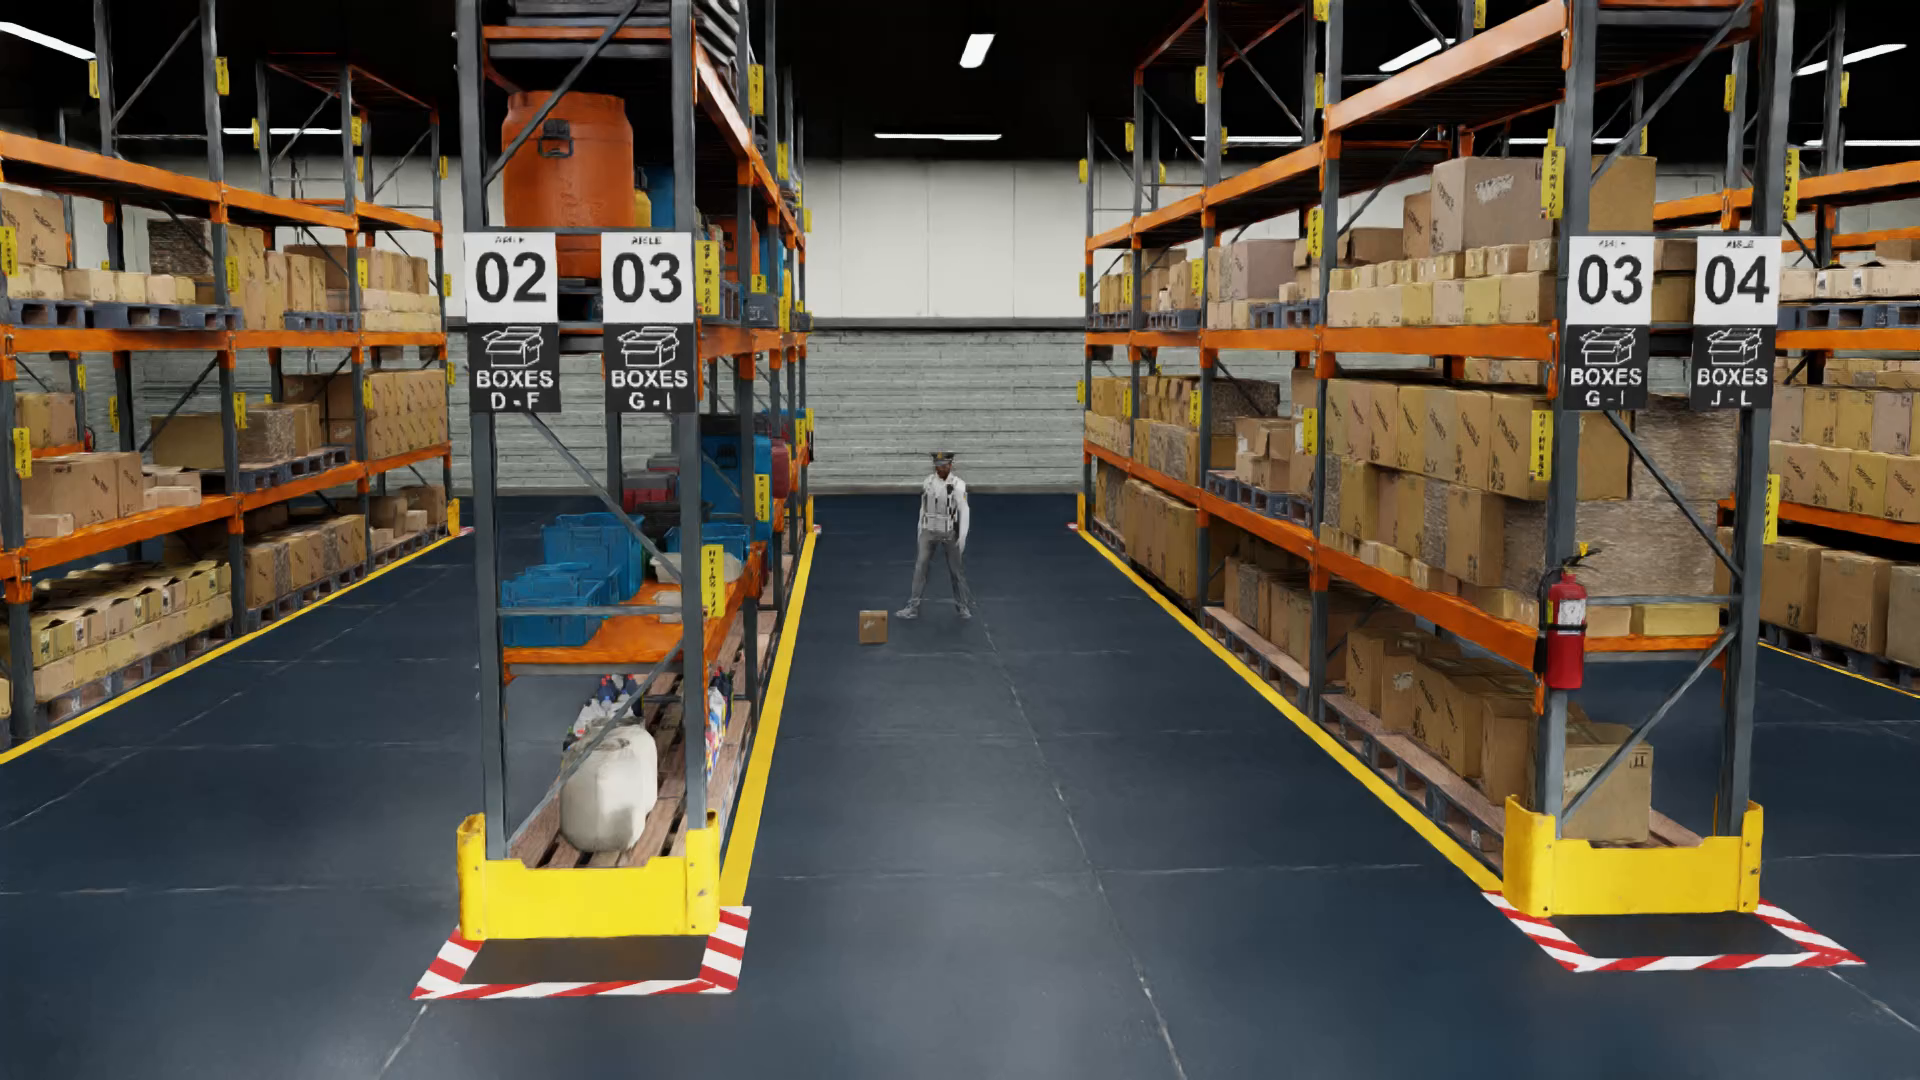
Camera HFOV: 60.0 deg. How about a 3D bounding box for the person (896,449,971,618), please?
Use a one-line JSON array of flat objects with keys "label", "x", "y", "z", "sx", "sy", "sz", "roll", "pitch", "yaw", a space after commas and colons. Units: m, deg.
[{"label": "person", "x": -0.226, "y": -0.059, "z": 16.097, "sx": 0.649, "sy": 1.649, "sz": 0.622, "roll": 3, "pitch": 7, "yaw": 21}]
